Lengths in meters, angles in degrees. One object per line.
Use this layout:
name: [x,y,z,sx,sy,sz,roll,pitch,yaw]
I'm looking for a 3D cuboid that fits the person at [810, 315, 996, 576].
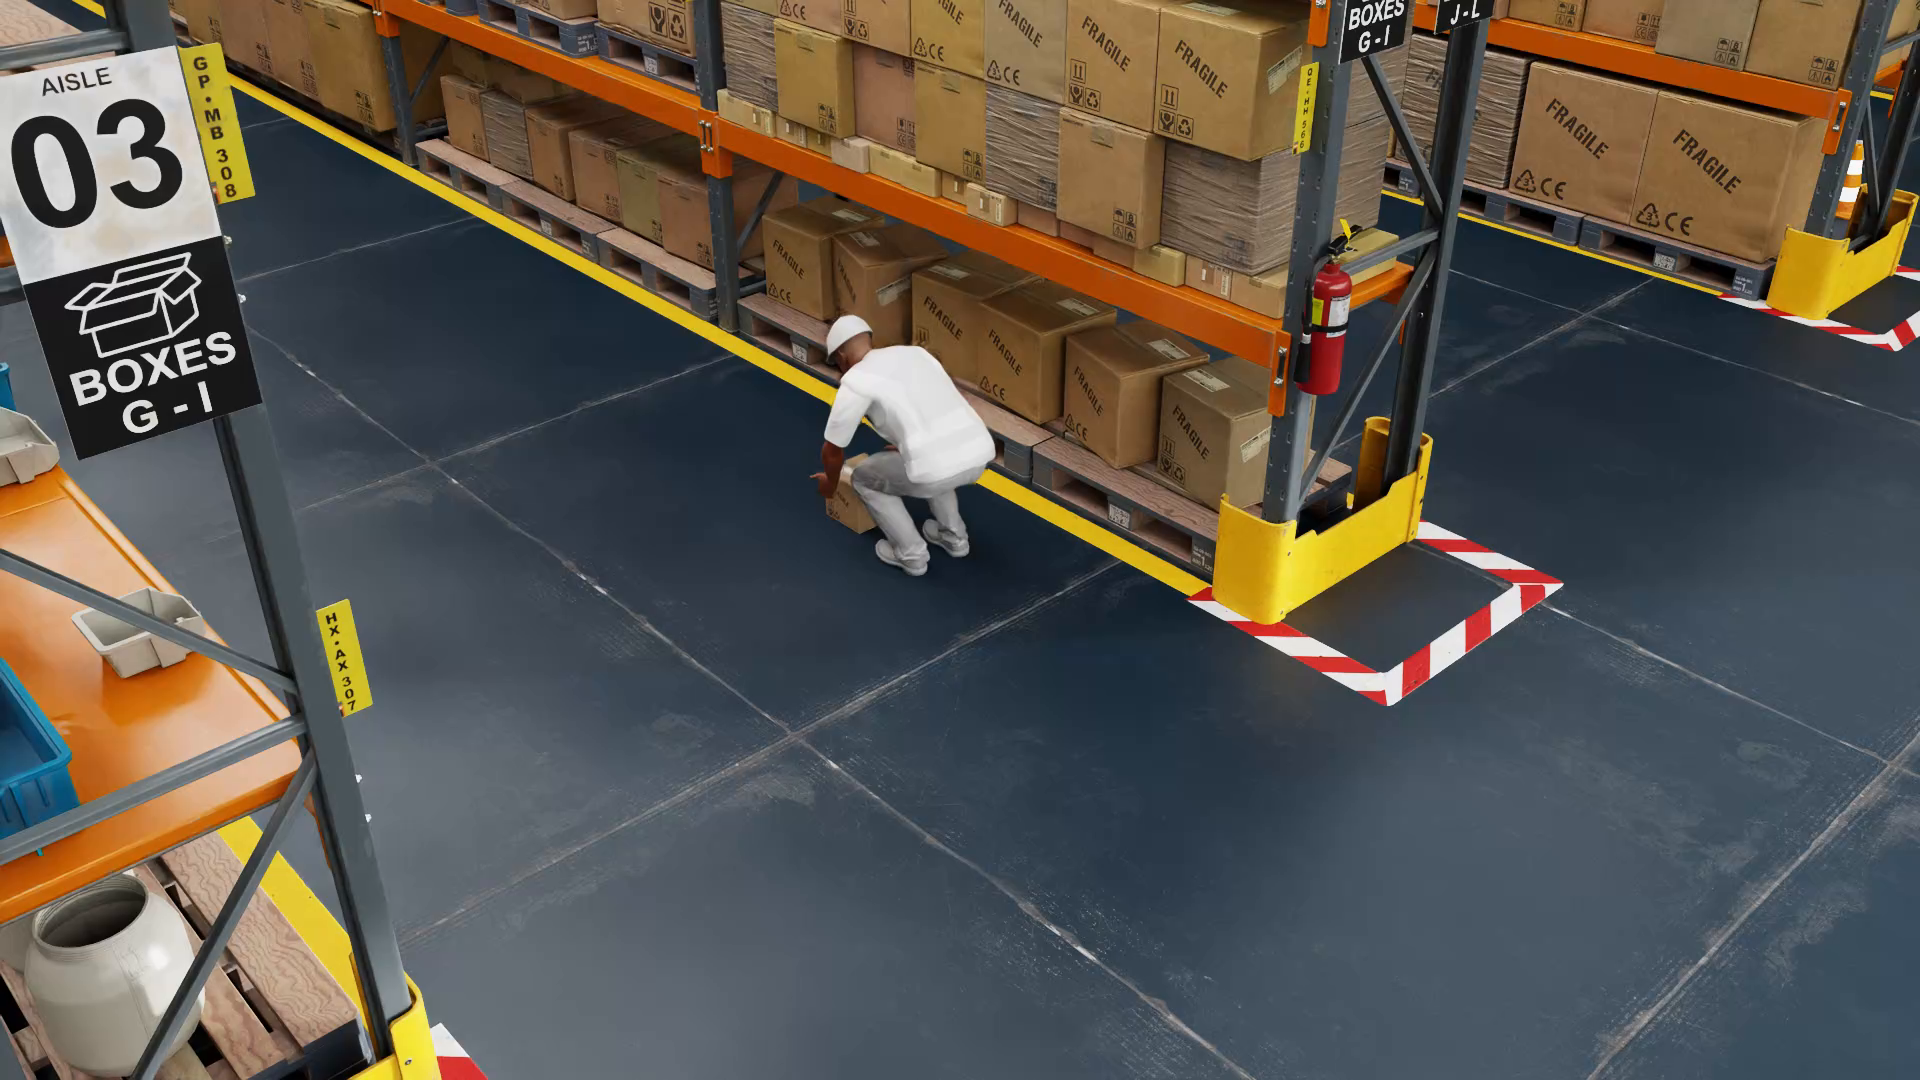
person: [-0.271,-0.415,7.464,0.598,1.063,0.879,-23,38,-33]
